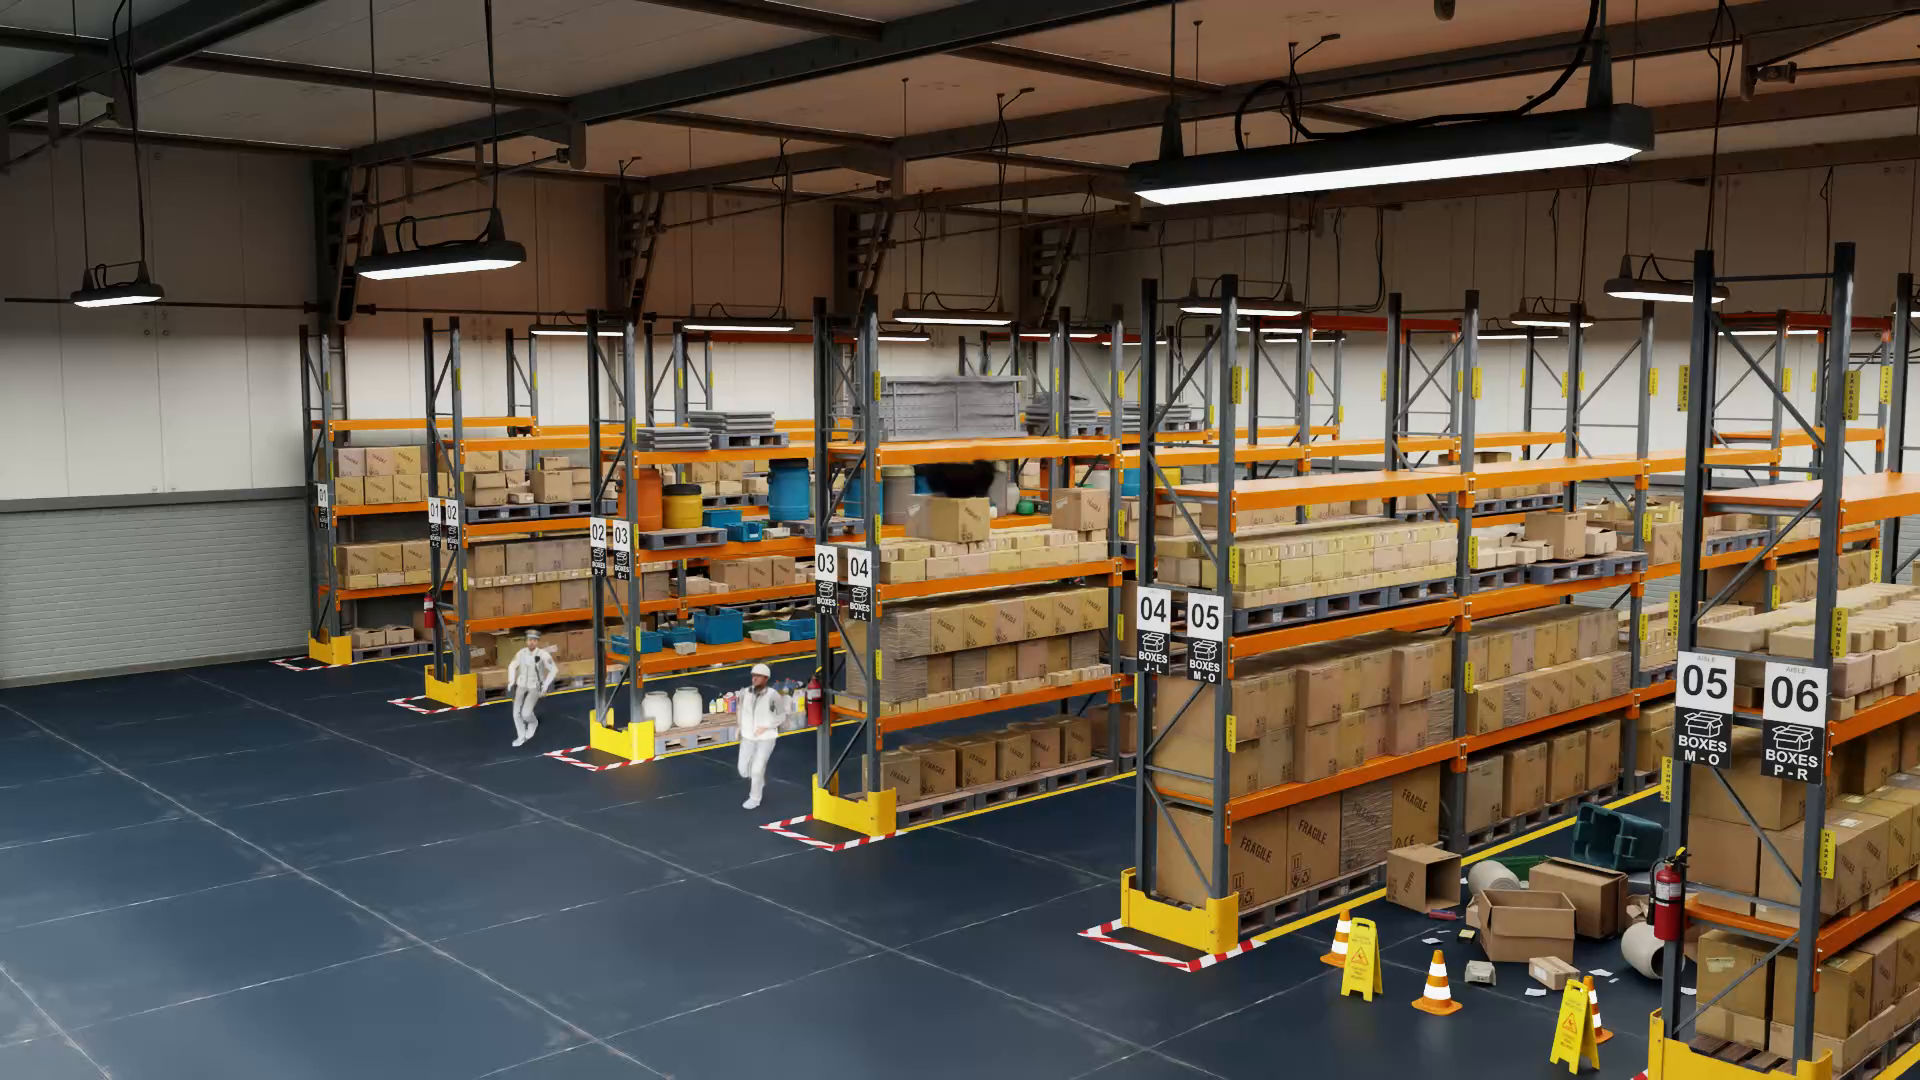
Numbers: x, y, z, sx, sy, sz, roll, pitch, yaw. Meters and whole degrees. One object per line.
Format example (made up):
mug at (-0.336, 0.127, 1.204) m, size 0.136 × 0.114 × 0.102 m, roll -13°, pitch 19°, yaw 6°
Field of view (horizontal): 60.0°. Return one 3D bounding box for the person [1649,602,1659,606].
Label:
person at (10.775, 1.742, 25.776) m, size 0.885 × 1.596 × 0.529 m, roll -4°, pitch 7°, yaw -36°

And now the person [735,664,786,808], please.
person at (-2.378, 2.321, 19.848) m, size 0.665 × 1.716 × 0.569 m, roll 2°, pitch 6°, yaw 15°

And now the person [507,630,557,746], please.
person at (-5.961, 2.047, 22.981) m, size 0.633 × 1.638 × 0.489 m, roll 1°, pitch 6°, yaw 11°
